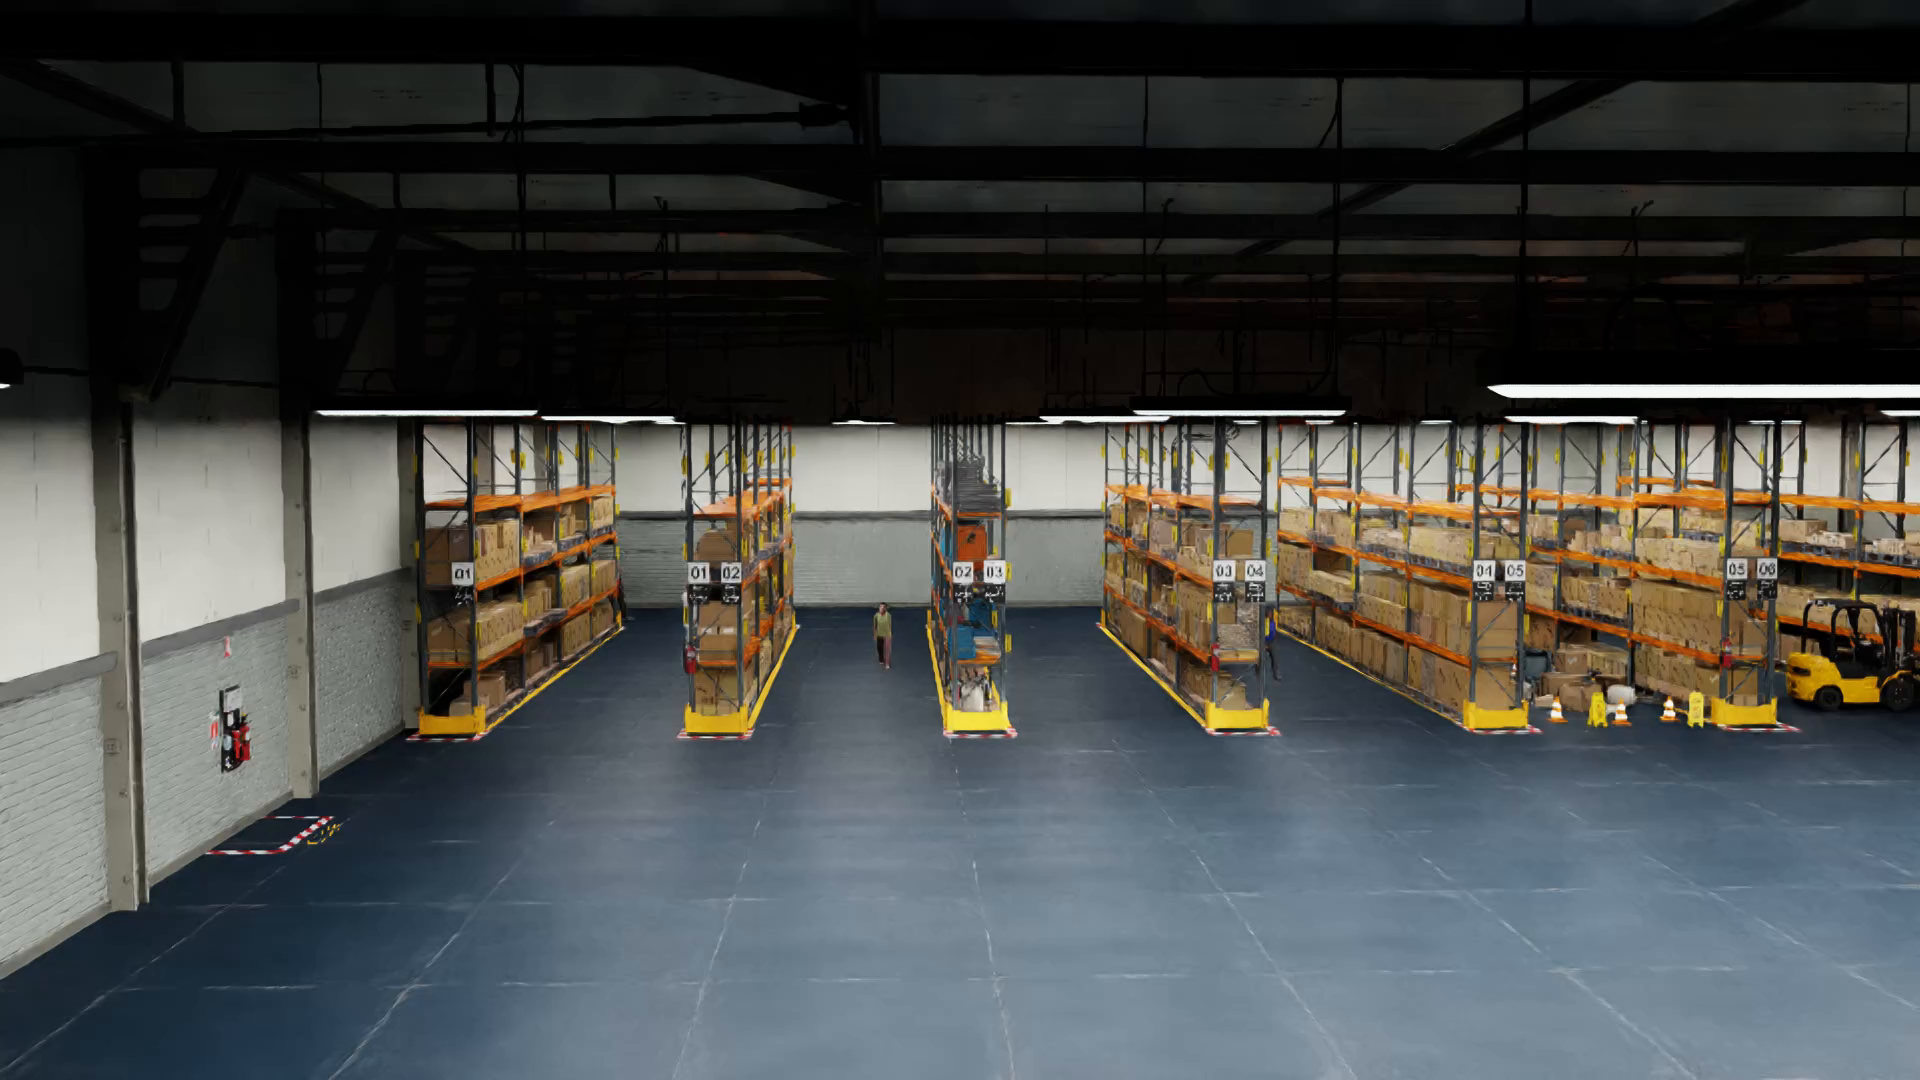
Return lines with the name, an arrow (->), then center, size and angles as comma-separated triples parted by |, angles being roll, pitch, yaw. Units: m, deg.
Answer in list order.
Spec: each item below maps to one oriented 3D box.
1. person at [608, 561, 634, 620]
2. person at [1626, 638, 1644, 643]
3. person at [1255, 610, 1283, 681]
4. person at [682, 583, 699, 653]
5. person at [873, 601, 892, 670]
person -> -10.075, 1.497, 48.878 | 0.614, 1.770, 0.782 | 3, 5, 38
person -> 17.999, 1.877, 44.178 | 0.533, 1.659, 0.591 | 1, 4, 15
person -> 6.944, 2.359, 37.534 | 0.443, 1.587, 0.996 | -1, 4, -11
person -> -6.775, 1.956, 42.031 | 0.506, 1.783, 0.632 | -2, 5, -33
person -> -1.834, 2.236, 39.317 | 0.448, 1.590, 1.099 | 0, 4, 0
